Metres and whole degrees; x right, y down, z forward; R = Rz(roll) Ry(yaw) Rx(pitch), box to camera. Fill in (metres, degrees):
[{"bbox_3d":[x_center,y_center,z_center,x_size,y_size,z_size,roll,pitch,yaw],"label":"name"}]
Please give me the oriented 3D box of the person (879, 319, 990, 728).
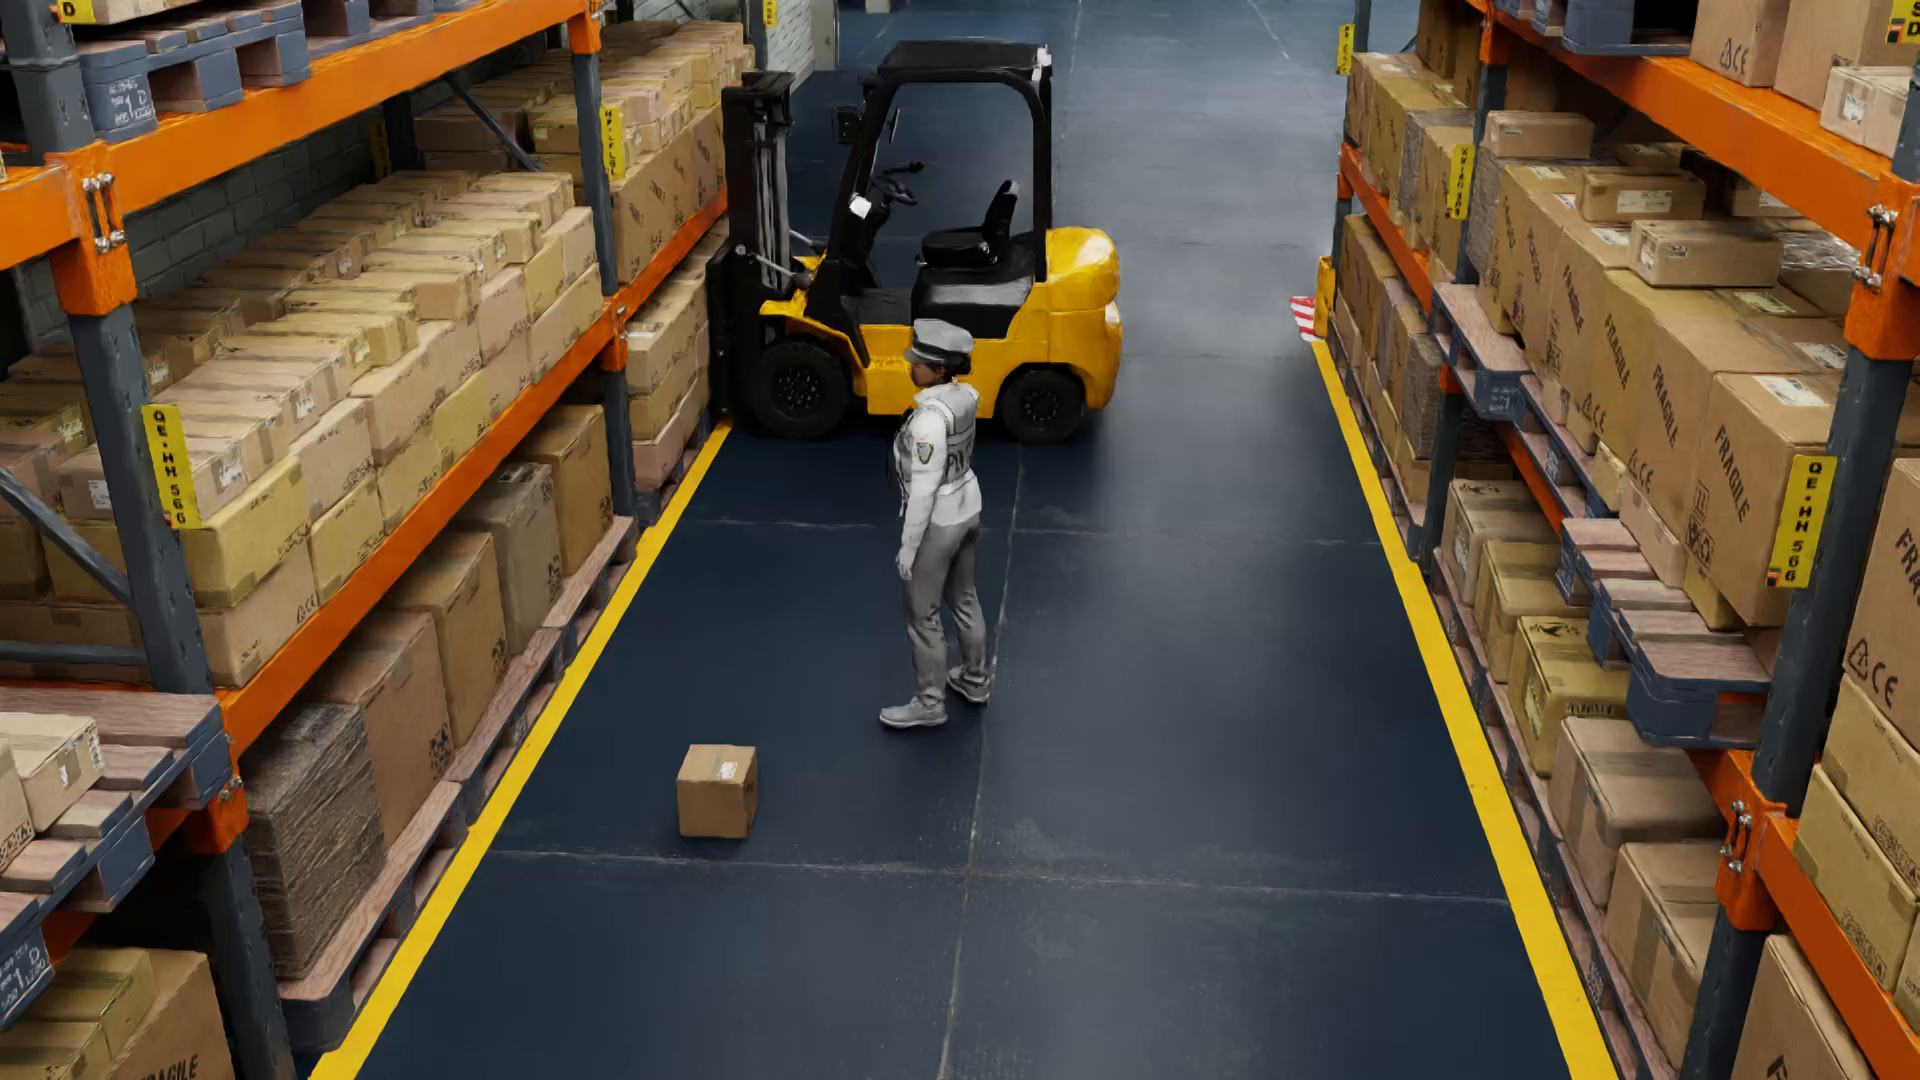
[{"bbox_3d":[-0.091,-0.058,6.665,0.355,1.691,0.561,12,27,24],"label":"person"}]
